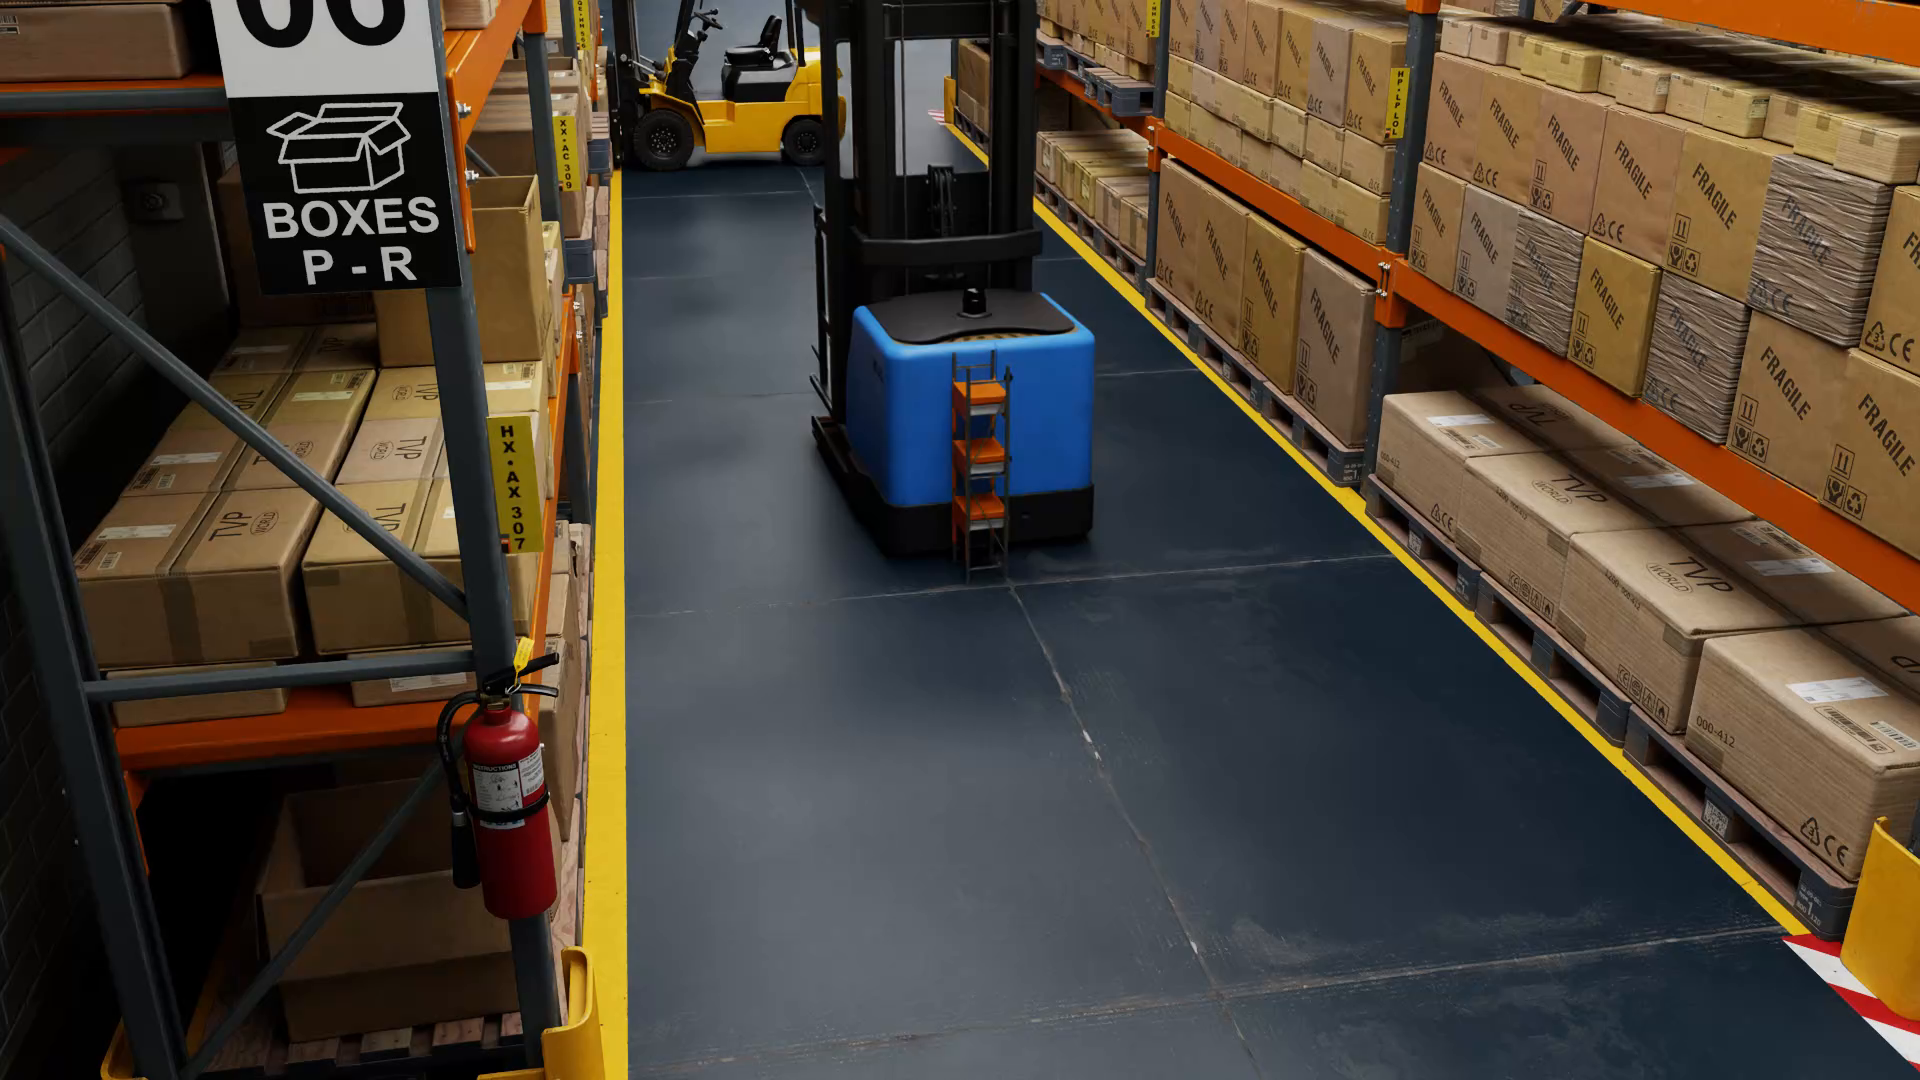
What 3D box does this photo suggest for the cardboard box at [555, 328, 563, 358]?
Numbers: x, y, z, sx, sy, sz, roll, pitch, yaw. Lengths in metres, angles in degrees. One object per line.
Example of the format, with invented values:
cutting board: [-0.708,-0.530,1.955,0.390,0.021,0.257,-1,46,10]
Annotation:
cardboard box: [-1.815,-0.834,6.726,0.380,0.149,0.250,-4,24,-8]

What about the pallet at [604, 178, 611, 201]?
pallet: [-3.849,-3.442,15.867,1.003,0.211,1.213,-4,24,-10]

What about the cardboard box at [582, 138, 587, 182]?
cardboard box: [-2.143,-1.963,8.640,0.396,0.266,0.258,-3,24,-7]

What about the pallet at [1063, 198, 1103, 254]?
pallet: [1.509,-2.708,14.187,1.003,0.211,1.213,-4,24,-10]

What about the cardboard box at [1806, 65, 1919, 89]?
cardboard box: [3.315,-1.627,6.044,0.380,0.149,0.250,-5,24,-11]

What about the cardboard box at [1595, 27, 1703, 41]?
cardboard box: [2.962,-2.119,7.170,0.380,0.149,0.250,-4,24,-10]

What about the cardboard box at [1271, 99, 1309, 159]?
cardboard box: [2.092,-2.341,9.426,0.500,0.250,0.500,-4,24,-8]

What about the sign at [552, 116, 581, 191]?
sign: [-1.732,-1.697,7.307,0.100,0.325,0.005,-4,24,-10]

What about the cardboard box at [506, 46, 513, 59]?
cardboard box: [-3.062,-2.855,10.389,0.500,0.500,0.500,-3,24,-7]

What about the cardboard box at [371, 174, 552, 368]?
cardboard box: [-1.621,-0.884,5.404,0.500,0.500,0.500,-4,24,-8]

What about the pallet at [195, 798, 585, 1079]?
pallet: [-1.686,1.251,5.123,1.003,0.211,1.213,-4,24,-10]

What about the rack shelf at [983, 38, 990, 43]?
rack shelf: [0.765,-5.230,17.376,1.077,0.370,4.000,-4,24,-10]

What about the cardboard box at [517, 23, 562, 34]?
cardboard box: [-2.896,-3.525,11.638,0.380,0.149,0.250,-4,24,-8]

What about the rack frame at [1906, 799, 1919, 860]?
rack frame: [3.354,-0.053,4.623,1.000,3.000,0.127,-4,24,-10]

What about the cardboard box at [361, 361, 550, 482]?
cardboard box: [-1.533,-0.347,5.113,0.500,0.250,0.500,-5,24,-11]

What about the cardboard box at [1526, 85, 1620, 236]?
cardboard box: [2.635,-1.523,6.616,0.500,0.500,0.500,-4,24,-9]

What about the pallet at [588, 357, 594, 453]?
pallet: [-2.680,-0.777,9.766,1.003,0.211,1.213,-4,24,-10]

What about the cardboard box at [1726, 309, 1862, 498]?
cardboard box: [2.926,-0.467,5.447,0.500,0.500,0.500,-5,24,-11]

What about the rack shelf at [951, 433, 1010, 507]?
rack shelf: [0.094,-0.325,7.709,0.215,0.259,0.240,-6,24,-14]

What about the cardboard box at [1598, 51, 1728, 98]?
cardboard box: [2.703,-1.785,6.406,0.380,0.149,0.250,-4,24,-10]

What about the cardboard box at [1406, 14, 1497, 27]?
cardboard box: [2.694,-2.523,8.904,0.500,0.500,0.500,-4,24,-10]

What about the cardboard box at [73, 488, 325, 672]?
cardboard box: [-1.870,0.087,4.118,0.500,0.250,0.500,-4,24,-8]

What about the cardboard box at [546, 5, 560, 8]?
cardboard box: [-3.071,-4.030,12.795,0.380,0.149,0.250,-5,24,-11]

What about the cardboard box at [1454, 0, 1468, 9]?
cardboard box: [5.793,-5.828,17.658,0.875,0.550,0.550,-4,24,-10]

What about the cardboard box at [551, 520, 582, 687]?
cardboard box: [-1.855,0.274,6.473,0.700,0.500,0.500,-5,24,-12]

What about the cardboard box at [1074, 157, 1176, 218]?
cardboard box: [1.501,-2.999,14.128,0.950,0.372,0.625,-4,24,-8]

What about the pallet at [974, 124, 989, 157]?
pallet: [0.747,-4.237,17.688,1.003,0.211,1.213,-4,24,-10]

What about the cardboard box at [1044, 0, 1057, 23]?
cardboard box: [1.033,-4.745,14.345,0.500,0.500,0.500,-4,24,-10]

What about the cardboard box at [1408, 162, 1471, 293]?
cardboard box: [2.443,-1.468,7.739,0.500,0.500,0.500,-4,24,-8]

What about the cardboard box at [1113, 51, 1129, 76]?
cardboard box: [1.371,-3.584,12.498,0.380,0.149,0.250,-5,24,-10]

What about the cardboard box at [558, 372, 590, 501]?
cardboard box: [-2.132,-0.511,8.271,0.500,0.500,0.500,-3,24,-7]

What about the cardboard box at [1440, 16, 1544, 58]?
cardboard box: [2.417,-2.284,7.547,0.380,0.149,0.250,-5,24,-11]

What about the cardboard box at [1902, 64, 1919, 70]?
cardboard box: [6.764,-3.304,11.484,0.380,0.149,0.250,-4,24,-10]

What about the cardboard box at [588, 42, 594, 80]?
cardboard box: [-3.294,-3.959,13.755,0.500,0.250,0.500,-4,24,-10]

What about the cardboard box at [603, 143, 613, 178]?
cardboard box: [-3.507,-3.551,15.544,0.500,0.250,0.500,-4,24,-9]

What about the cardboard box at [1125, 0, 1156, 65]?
cardboard box: [1.517,-3.732,12.027,0.500,0.500,0.500,-5,24,-11]

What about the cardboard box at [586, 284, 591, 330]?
cardboard box: [-2.631,-1.530,10.603,0.500,0.500,0.500,-5,24,-11]

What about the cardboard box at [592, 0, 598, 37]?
cardboard box: [-3.848,-5.246,16.389,0.500,0.500,0.500,-4,24,-9]

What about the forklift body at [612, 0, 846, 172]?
forklift body: [-2.339,-4.978,16.960,2.313,2.155,1.214,-4,24,-10]

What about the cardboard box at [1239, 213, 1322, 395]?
cardboard box: [2.246,-1.438,9.924,0.875,0.875,0.875,-4,24,-8]

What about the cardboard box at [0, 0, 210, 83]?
cardboard box: [-1.810,-1.052,3.478,0.380,0.149,0.250,-4,24,-8]

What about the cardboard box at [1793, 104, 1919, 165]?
cardboard box: [2.883,-1.276,5.239,0.380,0.149,0.250,-4,24,-9]

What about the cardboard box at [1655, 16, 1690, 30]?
cardboard box: [6.190,-4.202,13.998,0.500,0.500,0.500,-5,24,-11]

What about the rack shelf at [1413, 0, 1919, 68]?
rack shelf: [2.984,-1.884,5.968,1.077,0.370,4.000,-4,24,-10]

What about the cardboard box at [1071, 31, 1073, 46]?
cardboard box: [1.142,-4.203,13.915,0.380,0.149,0.250,-4,24,-9]

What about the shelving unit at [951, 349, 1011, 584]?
shelving unit: [0.094,-0.335,7.705,0.215,1.050,0.252,-6,24,-14]

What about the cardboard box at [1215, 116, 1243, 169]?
cardboard box: [1.921,-2.512,10.442,0.500,0.250,0.500,-4,24,-8]

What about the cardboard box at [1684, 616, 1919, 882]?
cardboard box: [3.133,0.677,5.629,0.875,0.438,0.875,-5,24,-12]

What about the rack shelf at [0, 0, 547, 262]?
rack shelf: [-1.894,-1.516,5.124,1.077,0.370,4.000,-4,24,-10]

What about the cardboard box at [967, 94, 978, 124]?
cardboard box: [0.359,-4.740,18.265,0.500,0.250,0.500,-3,24,-8]

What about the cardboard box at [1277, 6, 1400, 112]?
cardboard box: [2.107,-2.691,9.290,0.500,0.500,0.500,-4,24,-8]

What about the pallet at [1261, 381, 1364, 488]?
pallet: [2.397,-0.646,9.466,1.003,0.211,1.213,-4,24,-10]

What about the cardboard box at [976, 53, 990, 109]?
cardboard box: [0.463,-4.872,17.631,0.500,0.500,0.500,-4,24,-9]

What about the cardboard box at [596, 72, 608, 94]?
cardboard box: [-3.712,-4.405,16.249,0.500,0.250,0.500,-3,24,-8]

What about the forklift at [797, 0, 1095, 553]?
forklift: [-0.219,-1.845,8.812,1.130,2.935,3.031,-6,24,-14]
